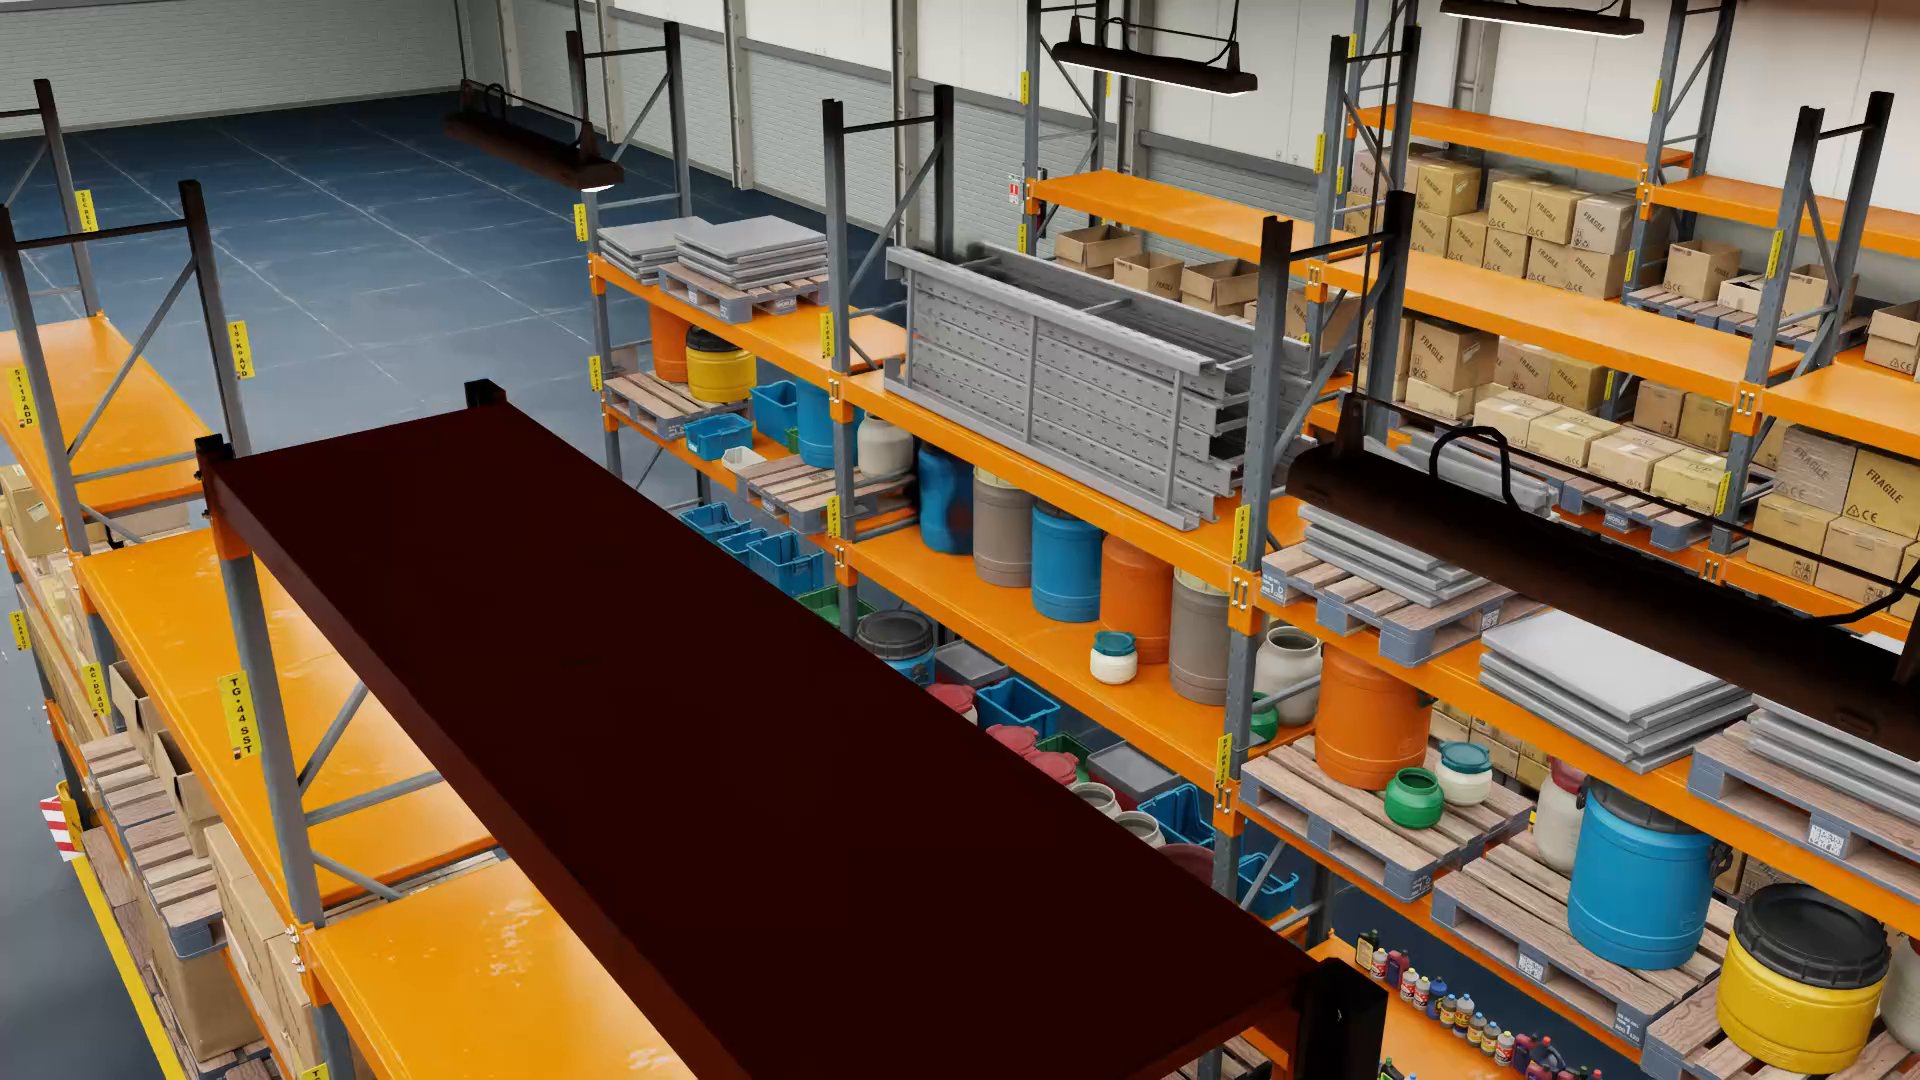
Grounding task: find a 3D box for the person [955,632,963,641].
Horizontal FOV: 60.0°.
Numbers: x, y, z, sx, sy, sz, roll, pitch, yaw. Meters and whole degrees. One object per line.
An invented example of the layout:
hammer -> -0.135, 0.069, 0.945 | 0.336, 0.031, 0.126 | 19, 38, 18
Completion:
person -> 0.192, 0.945, 14.908 | 0.702, 1.725, 0.672 | -18, 30, -33
